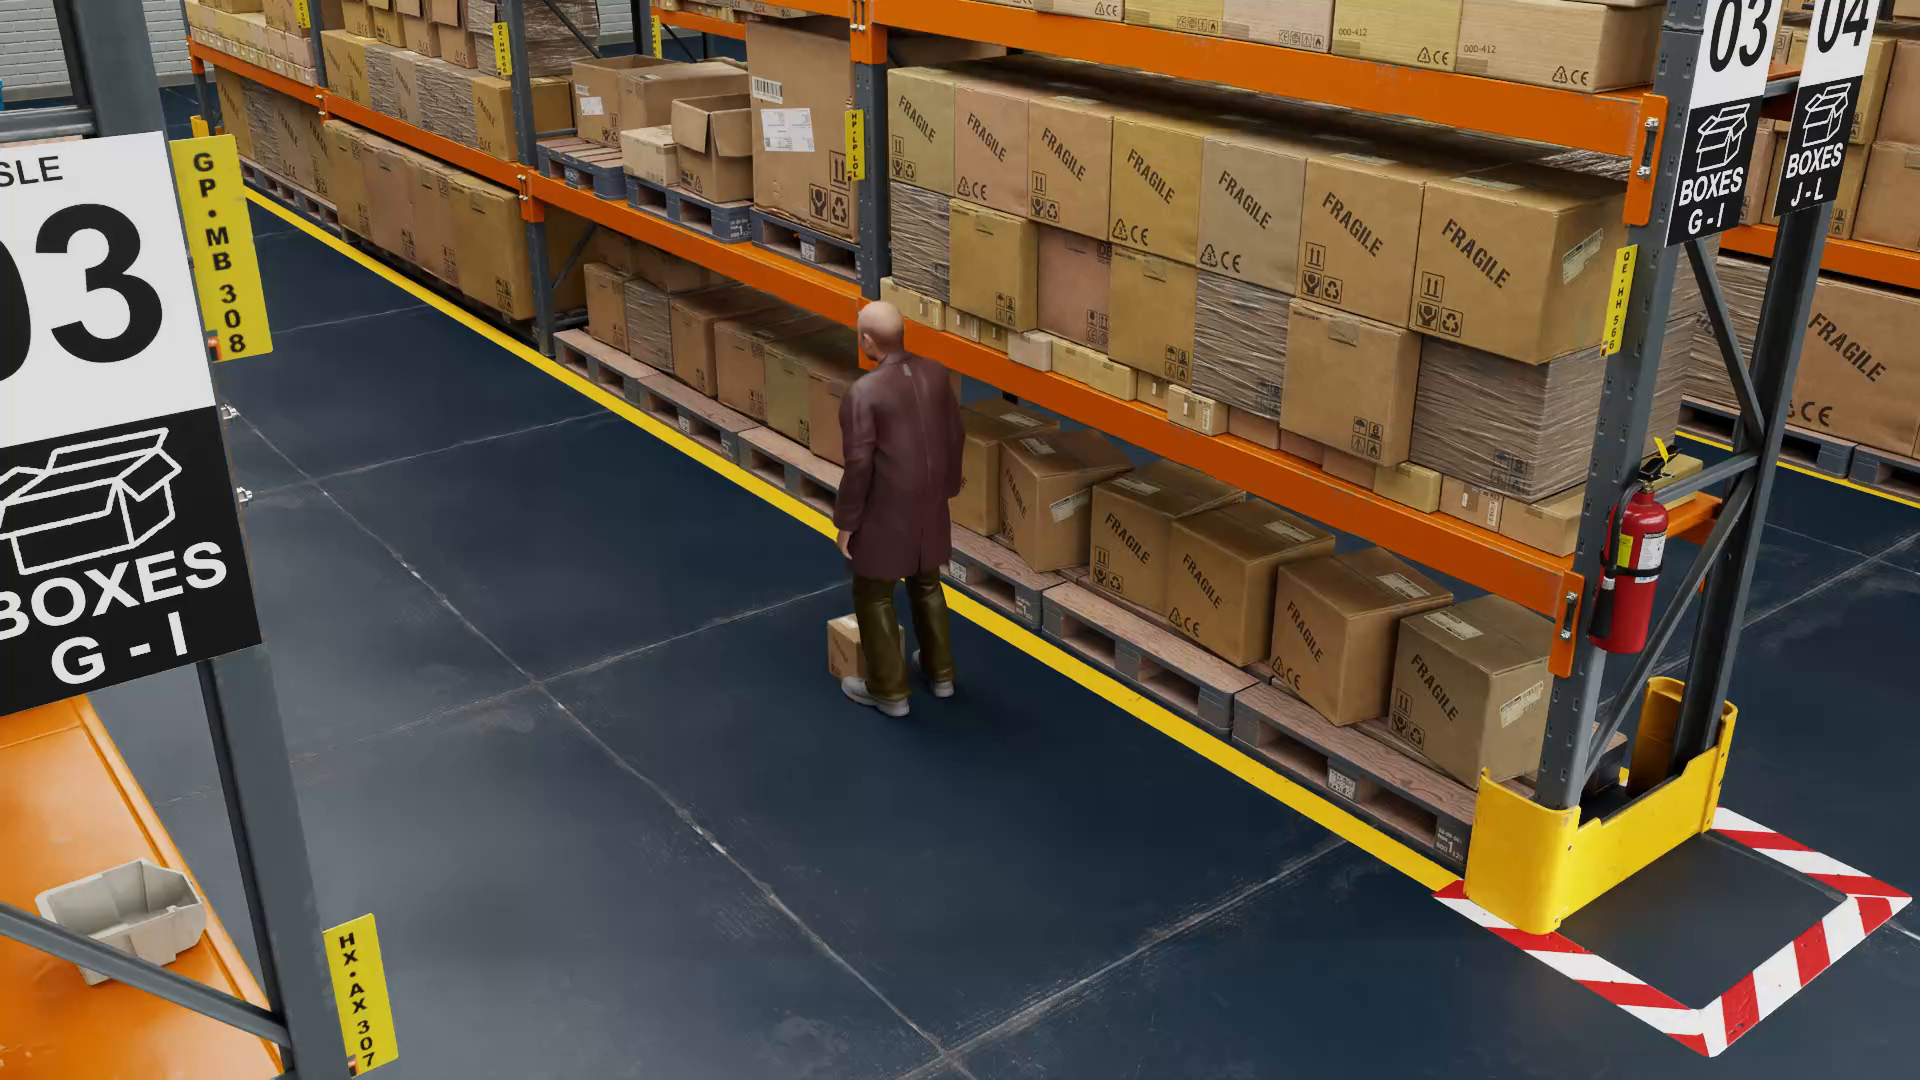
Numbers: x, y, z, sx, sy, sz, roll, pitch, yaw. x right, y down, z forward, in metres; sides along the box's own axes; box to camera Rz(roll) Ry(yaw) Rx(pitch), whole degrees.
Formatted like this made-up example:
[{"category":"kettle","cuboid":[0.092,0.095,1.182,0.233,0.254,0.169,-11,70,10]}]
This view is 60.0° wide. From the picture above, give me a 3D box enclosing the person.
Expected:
[{"category":"person","cuboid":[-0.266,-0.126,6.903,0.642,1.772,0.416,-19,30,-36]}]
